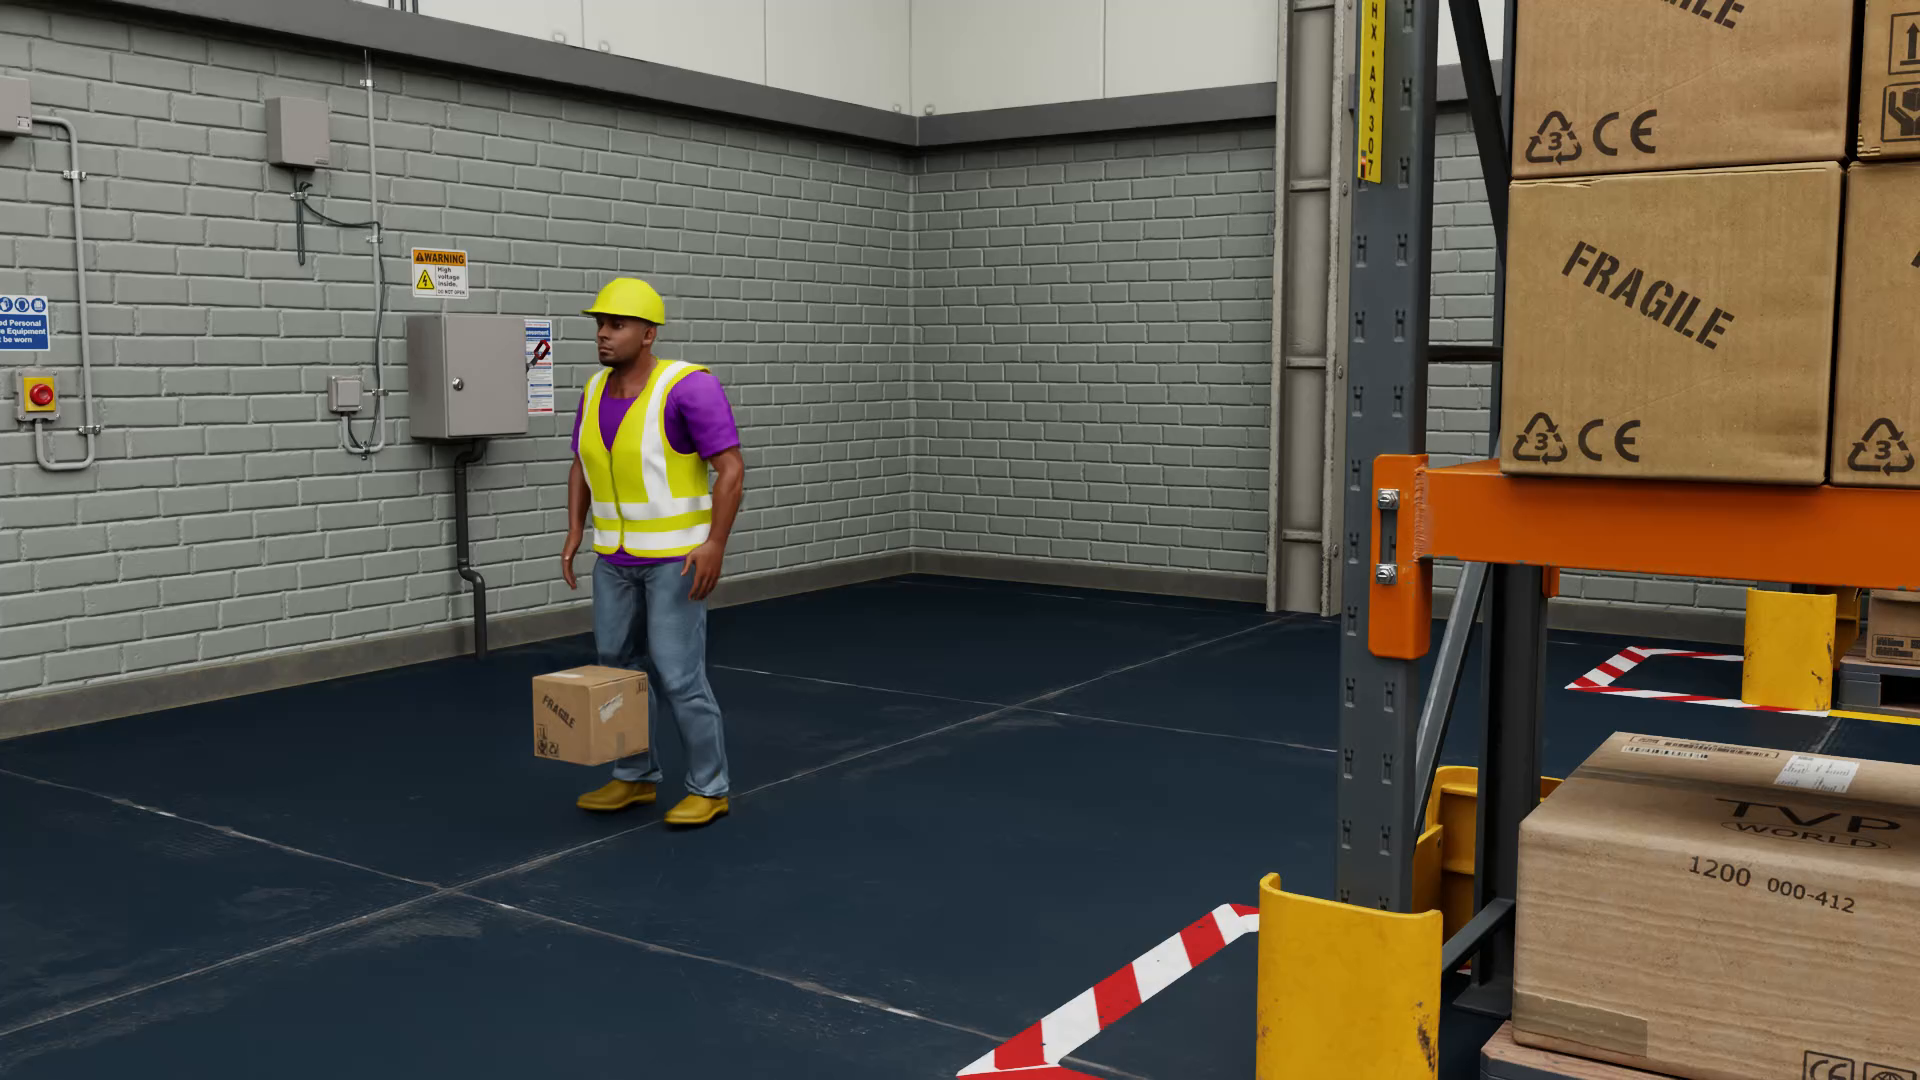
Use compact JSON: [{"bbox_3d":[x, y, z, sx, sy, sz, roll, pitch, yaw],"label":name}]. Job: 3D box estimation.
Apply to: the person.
[{"bbox_3d":[-0.999,0.049,5.317,0.689,1.746,0.487,4,7,33],"label":"person"}]
